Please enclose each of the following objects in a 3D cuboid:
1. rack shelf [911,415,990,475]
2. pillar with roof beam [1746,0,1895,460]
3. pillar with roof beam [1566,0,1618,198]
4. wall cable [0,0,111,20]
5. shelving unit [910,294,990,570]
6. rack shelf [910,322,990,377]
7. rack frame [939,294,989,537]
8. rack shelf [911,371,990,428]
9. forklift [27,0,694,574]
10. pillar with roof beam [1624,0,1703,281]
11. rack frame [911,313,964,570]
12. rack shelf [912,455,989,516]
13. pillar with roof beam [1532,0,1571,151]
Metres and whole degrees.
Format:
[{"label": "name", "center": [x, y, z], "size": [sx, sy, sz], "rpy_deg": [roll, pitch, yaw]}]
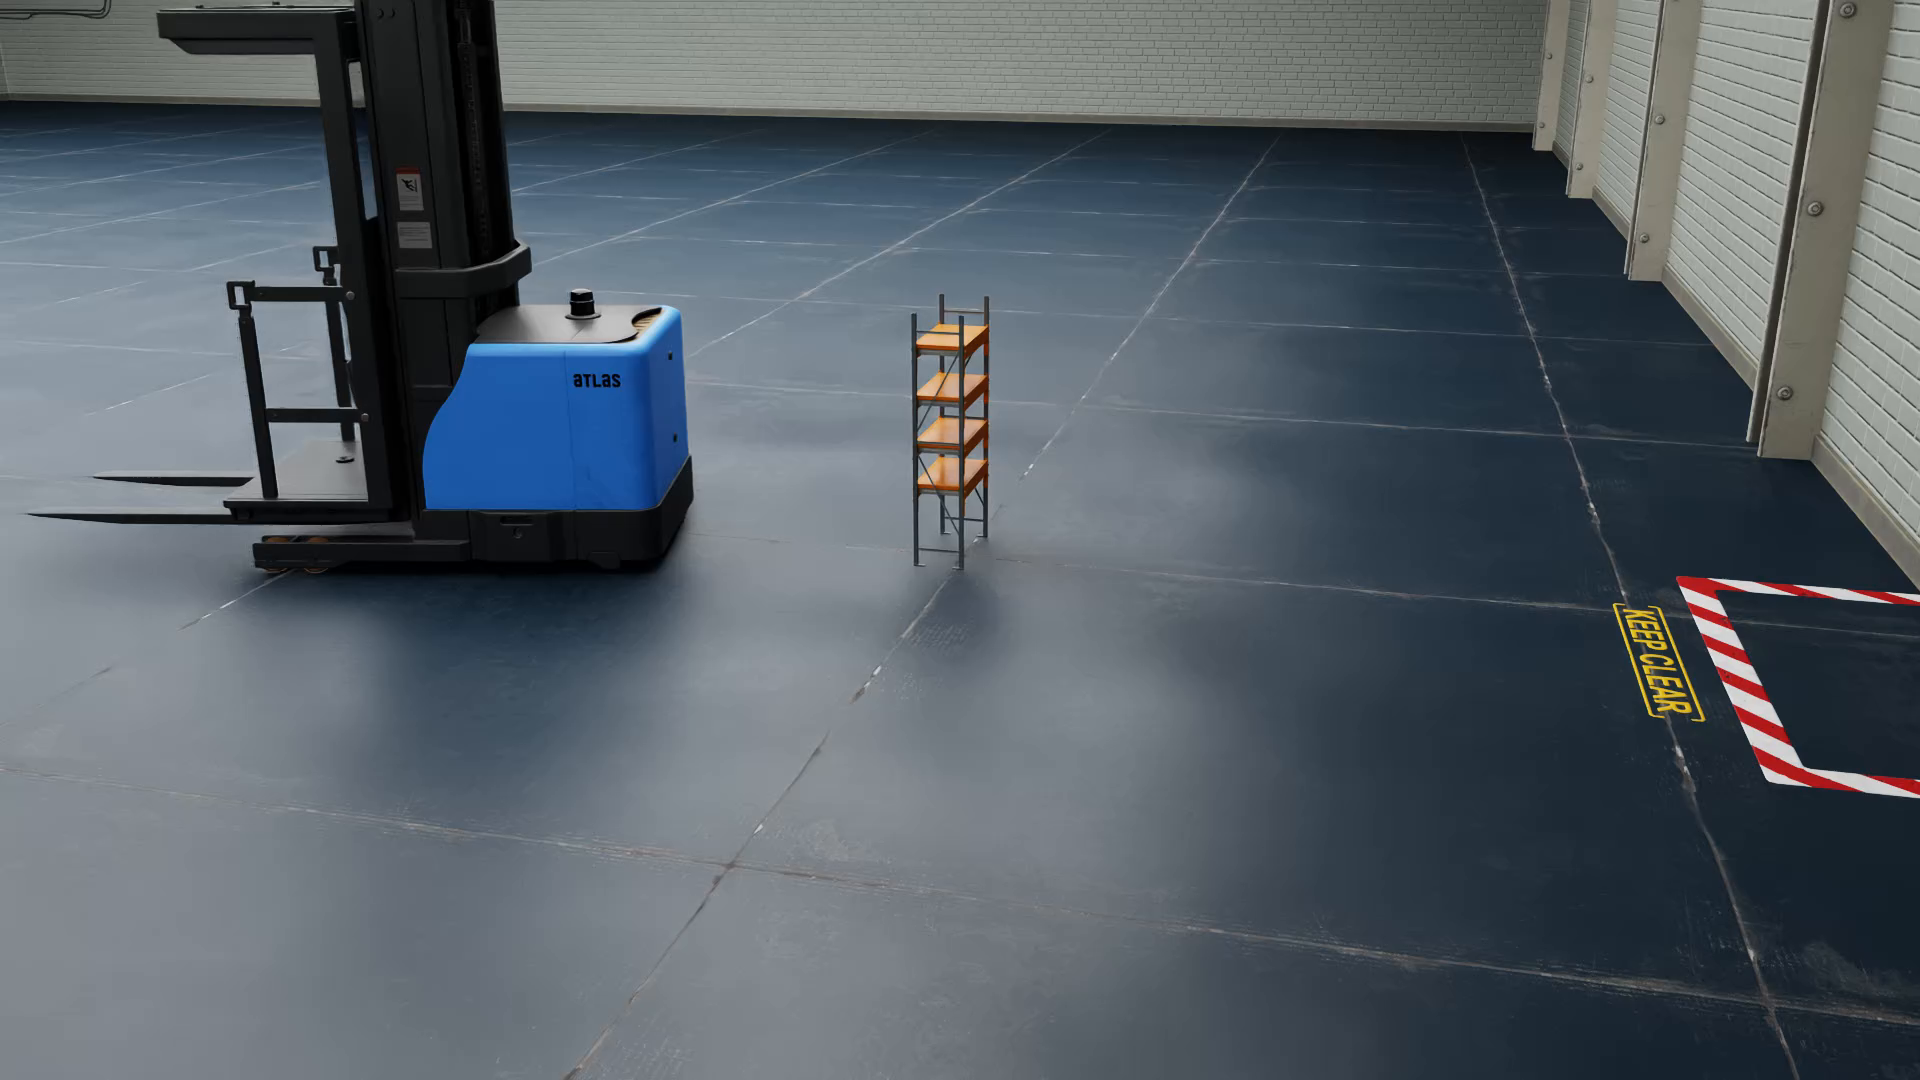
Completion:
[{"label": "rack shelf", "center": [-0.040, -0.452, 7.863], "size": [0.258, 0.148, 0.480], "rpy_deg": [5, 19, 13]}, {"label": "pillar with roof beam", "center": [0.632, -5.128, 9.278], "size": [9.100, 9.000, 0.400], "rpy_deg": [5, 19, 13]}, {"label": "pillar with roof beam", "center": [3.564, -8.889, 20.289], "size": [9.100, 9.000, 0.400], "rpy_deg": [5, 19, 13]}, {"label": "wall cable", "center": [-19.339, -12.267, 34.983], "size": [3.097, 2.526, 0.112], "rpy_deg": [5, 19, 13]}, {"label": "shelving unit", "center": [-0.040, -0.516, 7.842], "size": [0.258, 1.200, 0.503], "rpy_deg": [5, 19, 13]}, {"label": "rack shelf", "center": [-0.040, -0.888, 7.715], "size": [0.258, 0.148, 0.480], "rpy_deg": [5, 19, 13]}, {"label": "rack frame", "center": [0.019, -0.592, 8.066], "size": [0.240, 1.200, 0.015], "rpy_deg": [5, 19, 13]}, {"label": "rack shelf", "center": [-0.040, -0.664, 7.791], "size": [0.258, 0.148, 0.480], "rpy_deg": [5, 19, 13]}, {"label": "forklift", "center": [-2.897, -1.401, 7.756], "size": [3.031, 2.935, 1.130], "rpy_deg": [0, 19, 1]}, {"label": "pillar with roof beam", "center": [2.098, -7.008, 14.783], "size": [9.100, 9.000, 0.400], "rpy_deg": [5, 19, 13]}, {"label": "rack frame", "center": [-0.100, -0.439, 7.618], "size": [0.240, 1.200, 0.015], "rpy_deg": [5, 19, 13]}, {"label": "rack shelf", "center": [-0.040, -0.264, 7.928], "size": [0.258, 0.148, 0.480], "rpy_deg": [5, 19, 13]}, {"label": "pillar with roof beam", "center": [5.030, -10.769, 25.795], "size": [9.100, 9.000, 0.400], "rpy_deg": [5, 19, 13]}]
